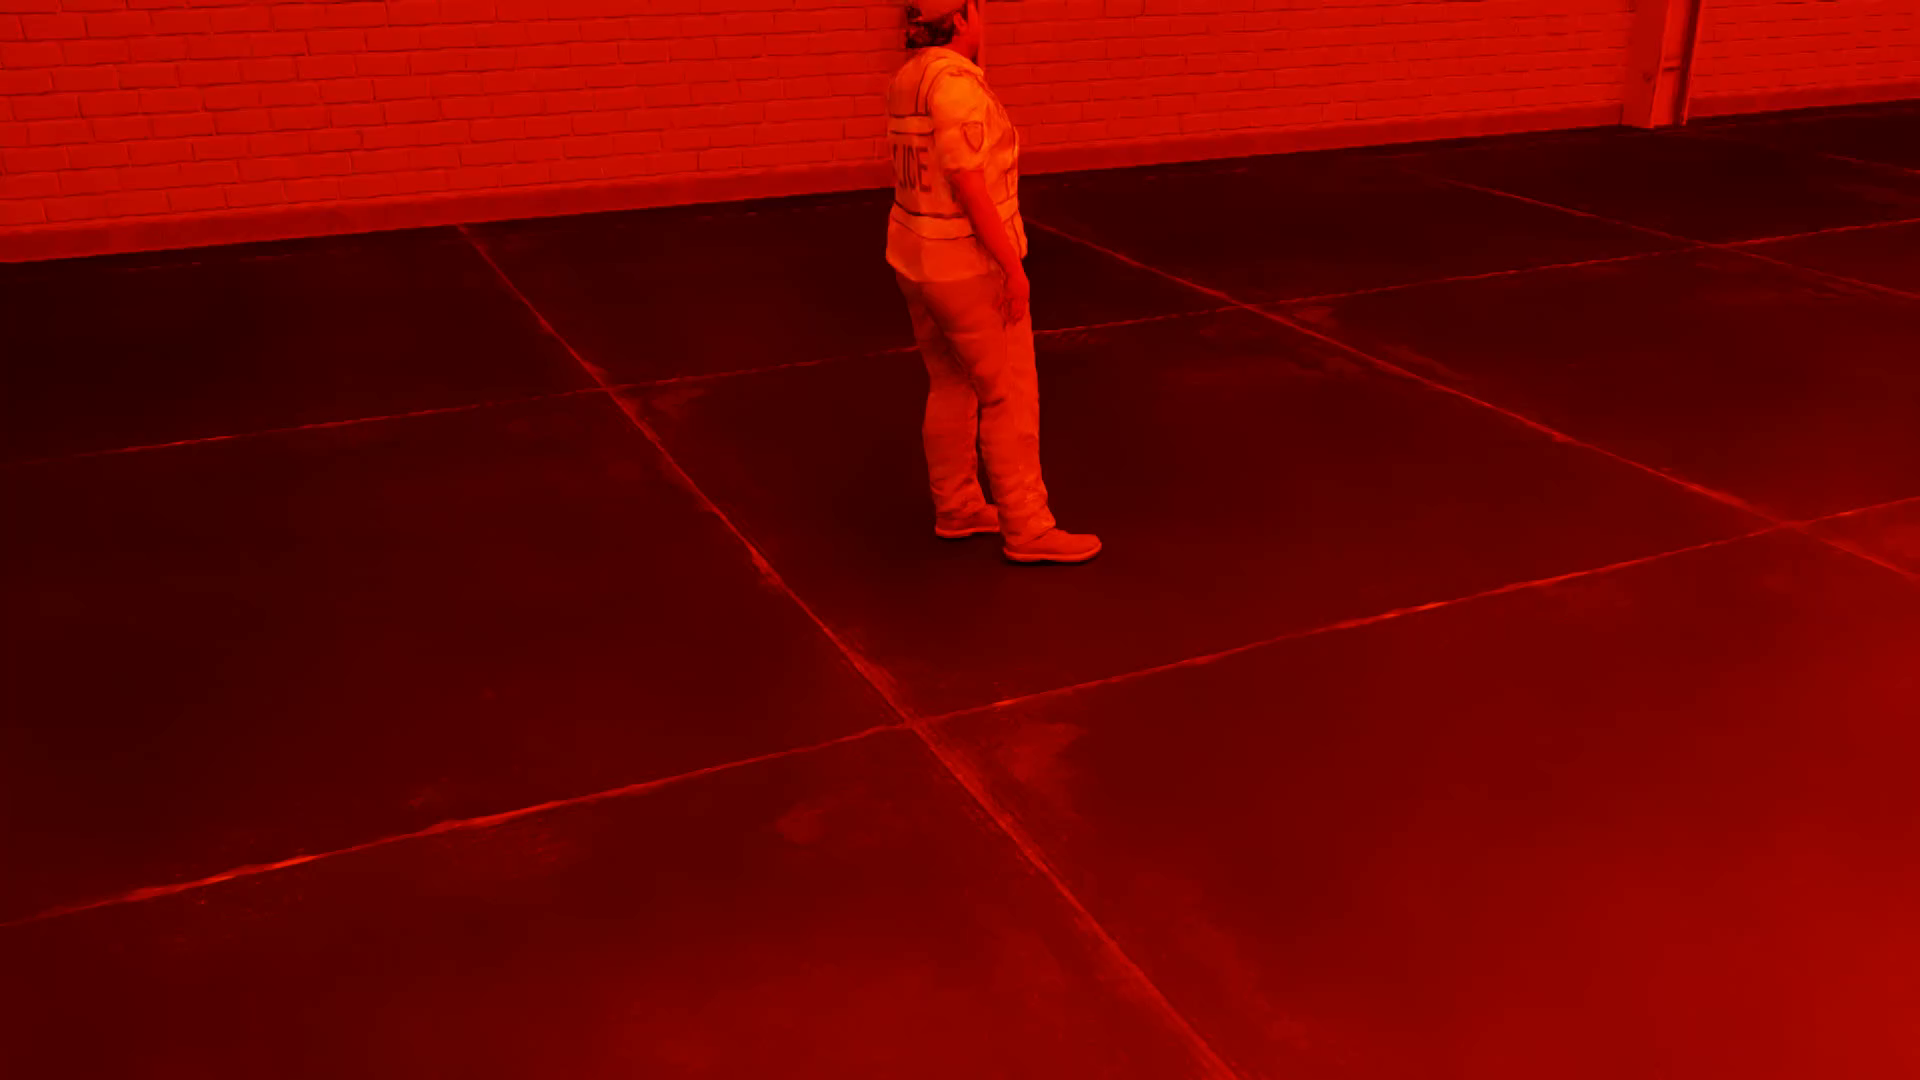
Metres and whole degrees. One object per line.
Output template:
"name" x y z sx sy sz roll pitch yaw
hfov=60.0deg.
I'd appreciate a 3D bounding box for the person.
"person" 0.079 -0.781 4.795 0.529 1.669 0.598 -10 25 -23
